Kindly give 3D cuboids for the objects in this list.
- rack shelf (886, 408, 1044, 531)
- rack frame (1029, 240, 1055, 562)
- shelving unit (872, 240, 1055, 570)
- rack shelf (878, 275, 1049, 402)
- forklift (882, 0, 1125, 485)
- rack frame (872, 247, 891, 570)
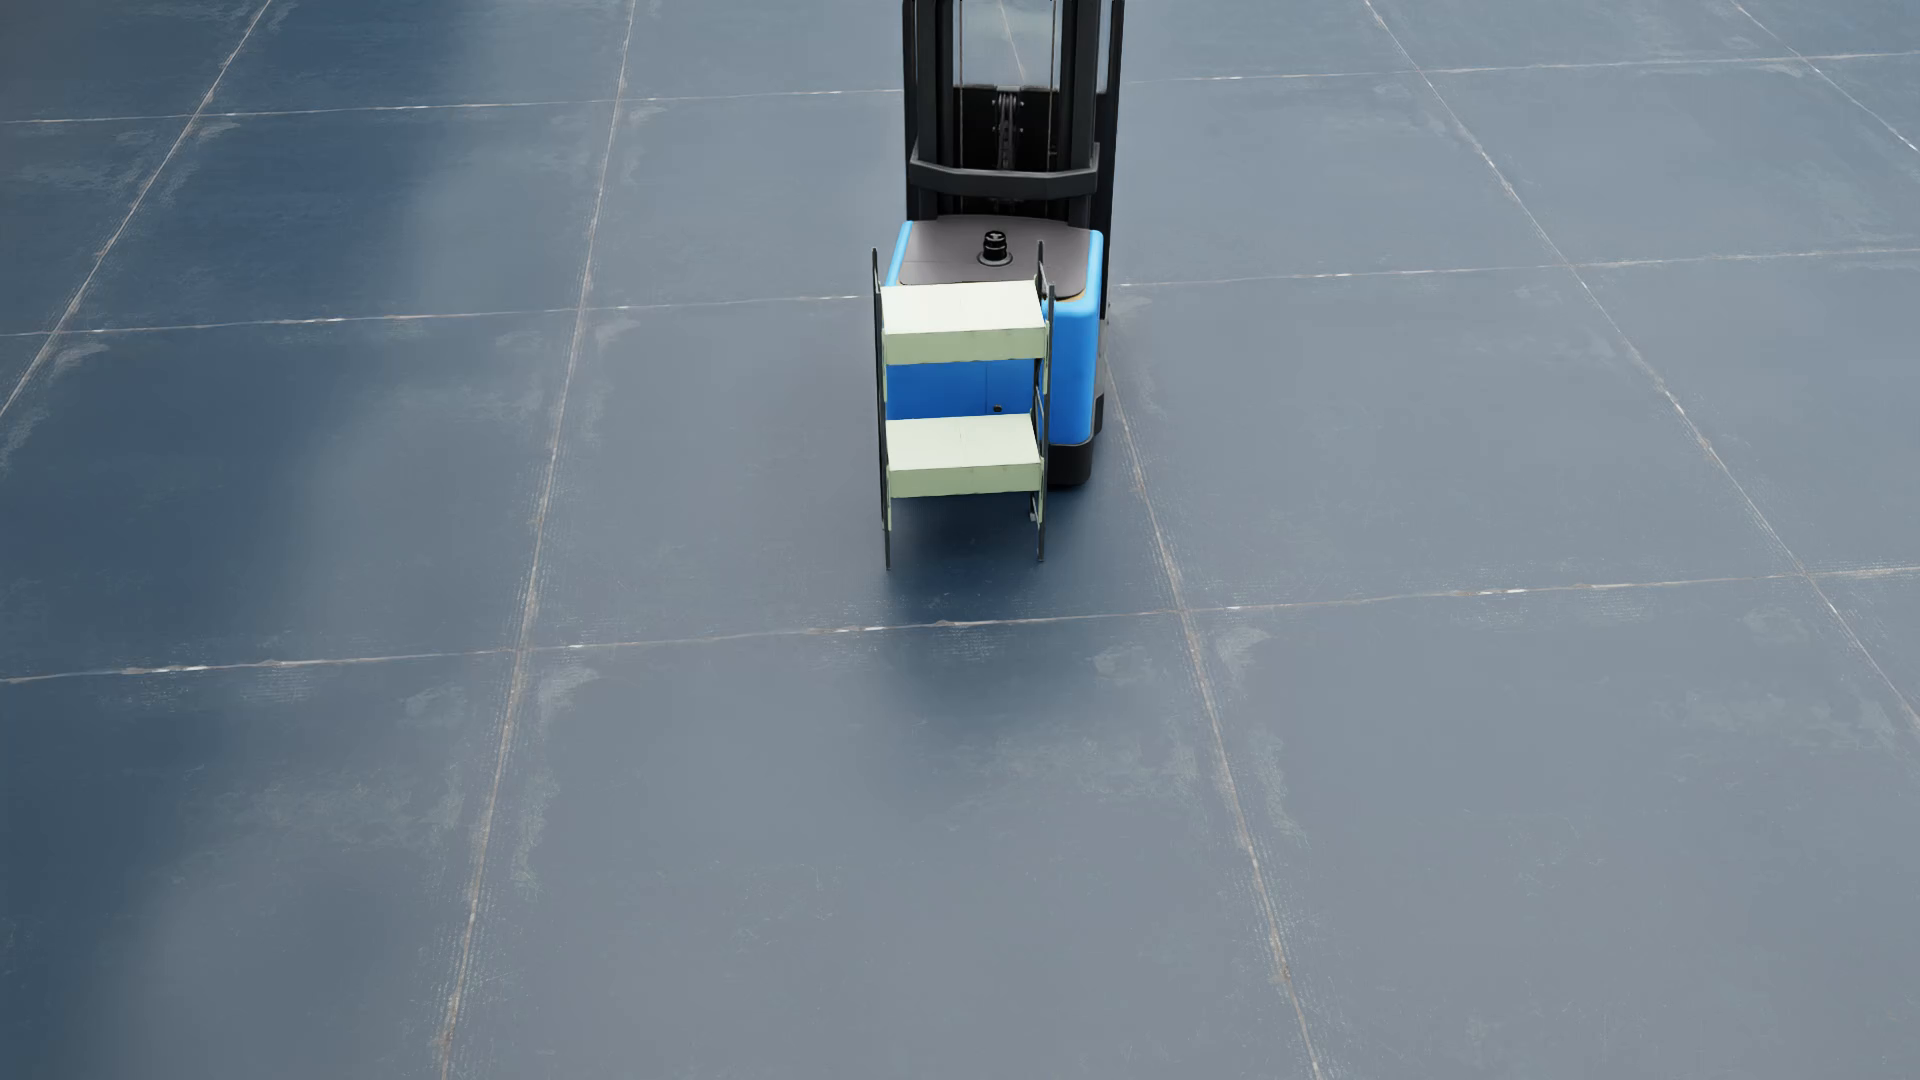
[{"bbox_3d":[0.007,-0.333,7.810,0.720,0.370,0.431,-3,38,-4],"label":"rack shelf"},{"bbox_3d":[0.371,-0.609,7.633,0.023,1.500,0.400,-3,38,-4],"label":"rack frame"},{"bbox_3d":[0.007,-0.589,7.608,0.755,1.500,0.431,-3,38,-4],"label":"shelving unit"},{"bbox_3d":[0.007,-0.896,7.366,0.720,0.370,0.431,-3,38,-4],"label":"rack shelf"},{"bbox_3d":[0.287,-2.328,8.657,1.130,2.935,3.031,4,38,5],"label":"forklift"},{"bbox_3d":[-0.358,-0.569,7.582,0.023,1.500,0.400,-3,38,-4],"label":"rack frame"}]
